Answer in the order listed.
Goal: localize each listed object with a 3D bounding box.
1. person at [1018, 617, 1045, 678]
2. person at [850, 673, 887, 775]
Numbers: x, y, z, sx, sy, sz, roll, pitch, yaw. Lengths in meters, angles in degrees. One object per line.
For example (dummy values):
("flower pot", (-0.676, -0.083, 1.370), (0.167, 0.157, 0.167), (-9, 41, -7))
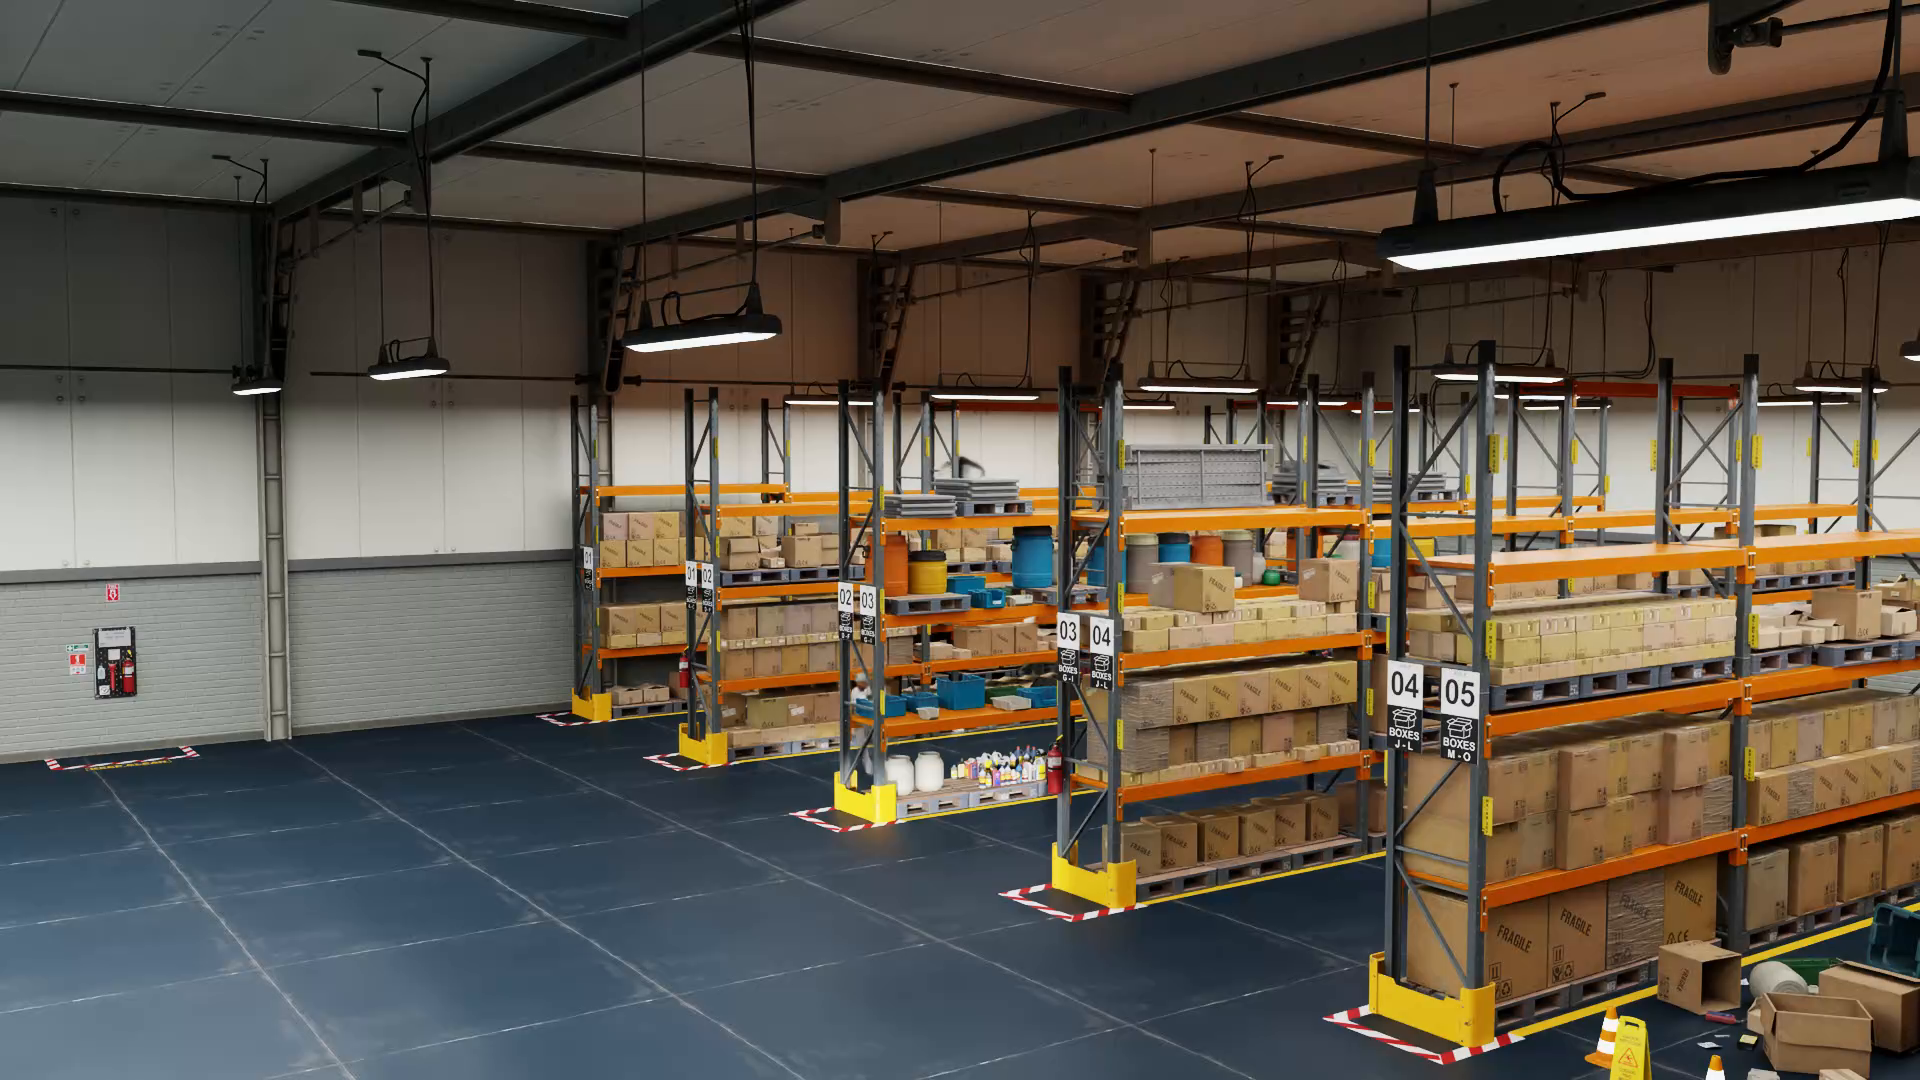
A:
("person", (1.469, 2.328, 32.659), (0.739, 1.719, 0.652), (-1, 4, -18))
("person", (-1.415, 2.825, 25.812), (0.593, 1.622, 0.783), (0, 3, 7))
